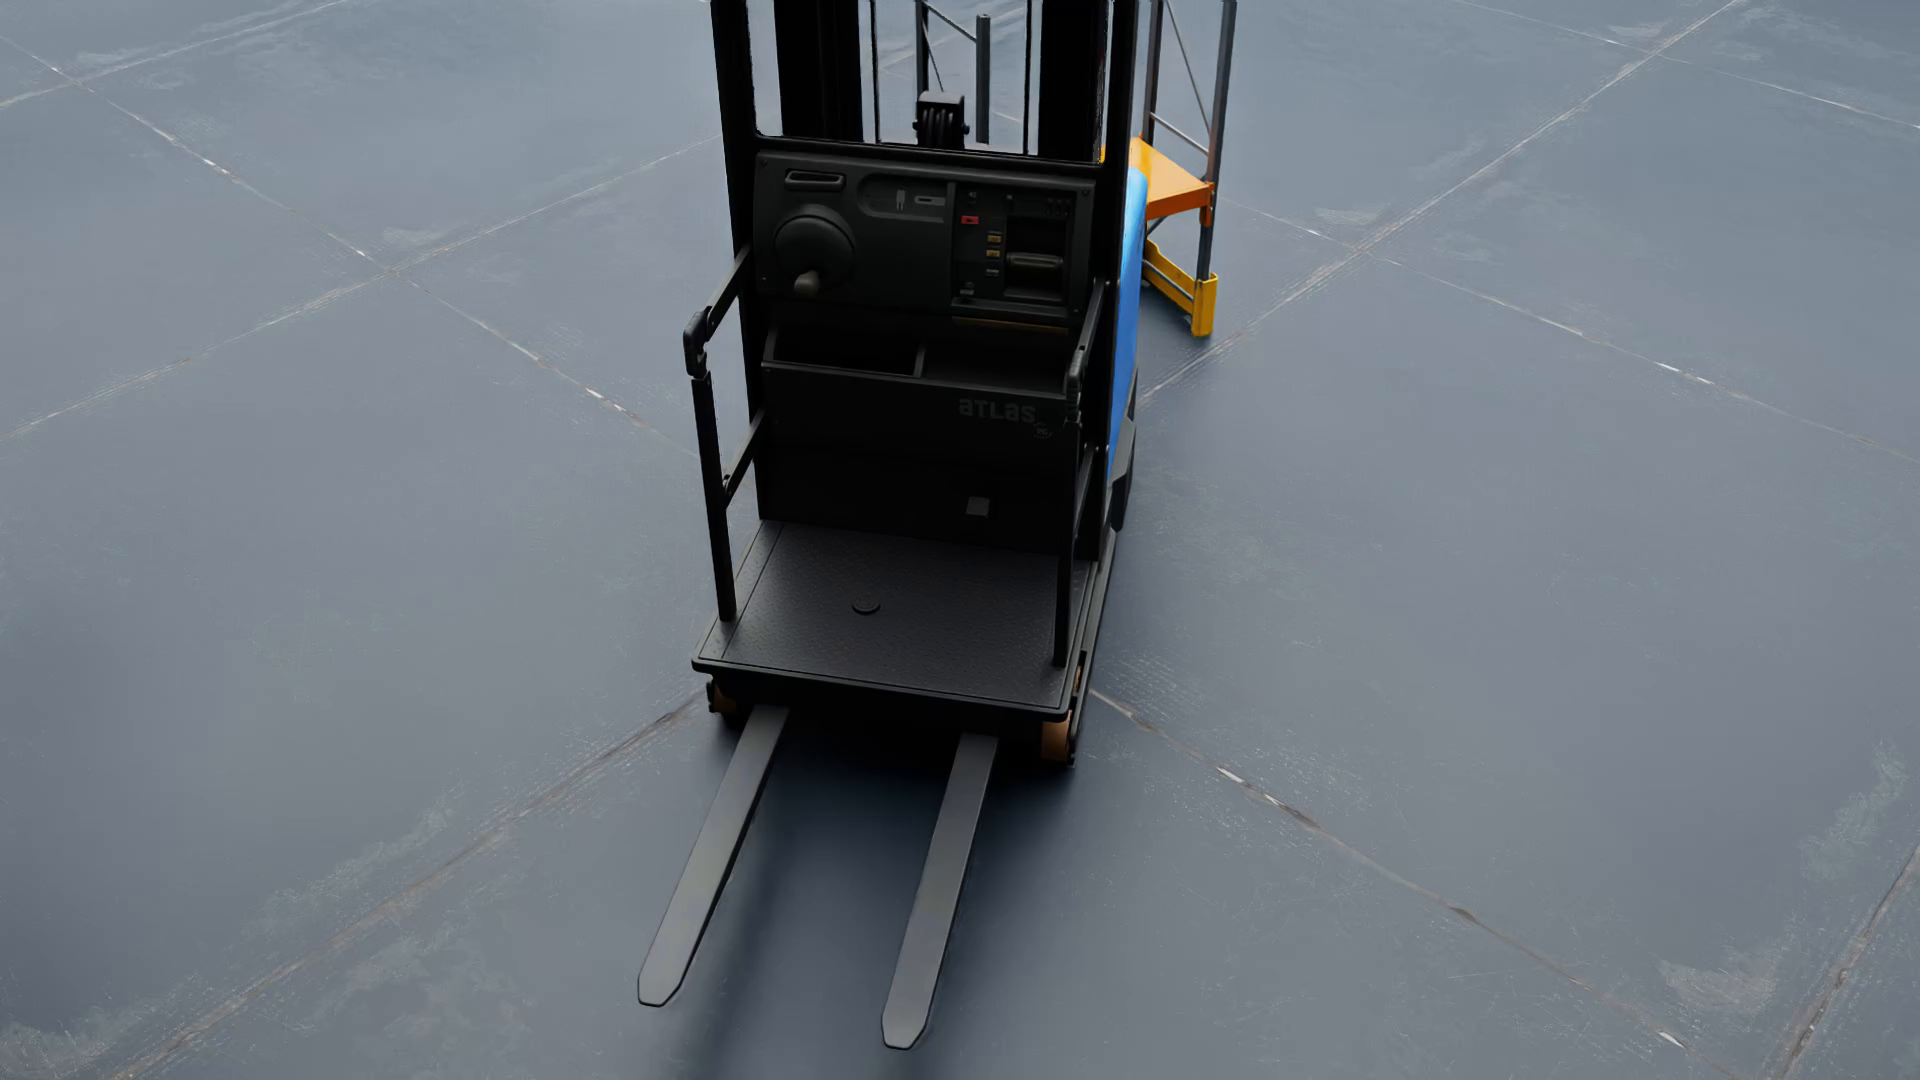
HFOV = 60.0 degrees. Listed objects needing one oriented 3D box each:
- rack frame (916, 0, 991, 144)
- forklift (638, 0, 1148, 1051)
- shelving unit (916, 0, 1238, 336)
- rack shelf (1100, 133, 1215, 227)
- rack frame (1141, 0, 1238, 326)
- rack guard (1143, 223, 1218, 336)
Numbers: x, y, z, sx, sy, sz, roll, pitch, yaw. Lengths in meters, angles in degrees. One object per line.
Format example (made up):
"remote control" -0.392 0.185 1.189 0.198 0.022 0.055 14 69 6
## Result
"rack frame" -0.027 -1.292 6.170 0.032 1.500 0.500 -18 42 -22
"forklift" -0.146 -0.744 4.331 1.130 2.935 3.031 7 39 9
"shelving unit" 0.429 -1.444 6.360 1.083 1.500 0.587 -18 42 -22
"rack shelf" 0.421 -1.300 6.469 1.000 0.185 0.538 -18 42 -22
"rack frame" 0.870 -1.590 6.544 0.032 1.500 0.500 -18 42 -22
"rack guard" 0.869 -1.100 6.933 0.087 0.250 0.587 -18 42 -22
